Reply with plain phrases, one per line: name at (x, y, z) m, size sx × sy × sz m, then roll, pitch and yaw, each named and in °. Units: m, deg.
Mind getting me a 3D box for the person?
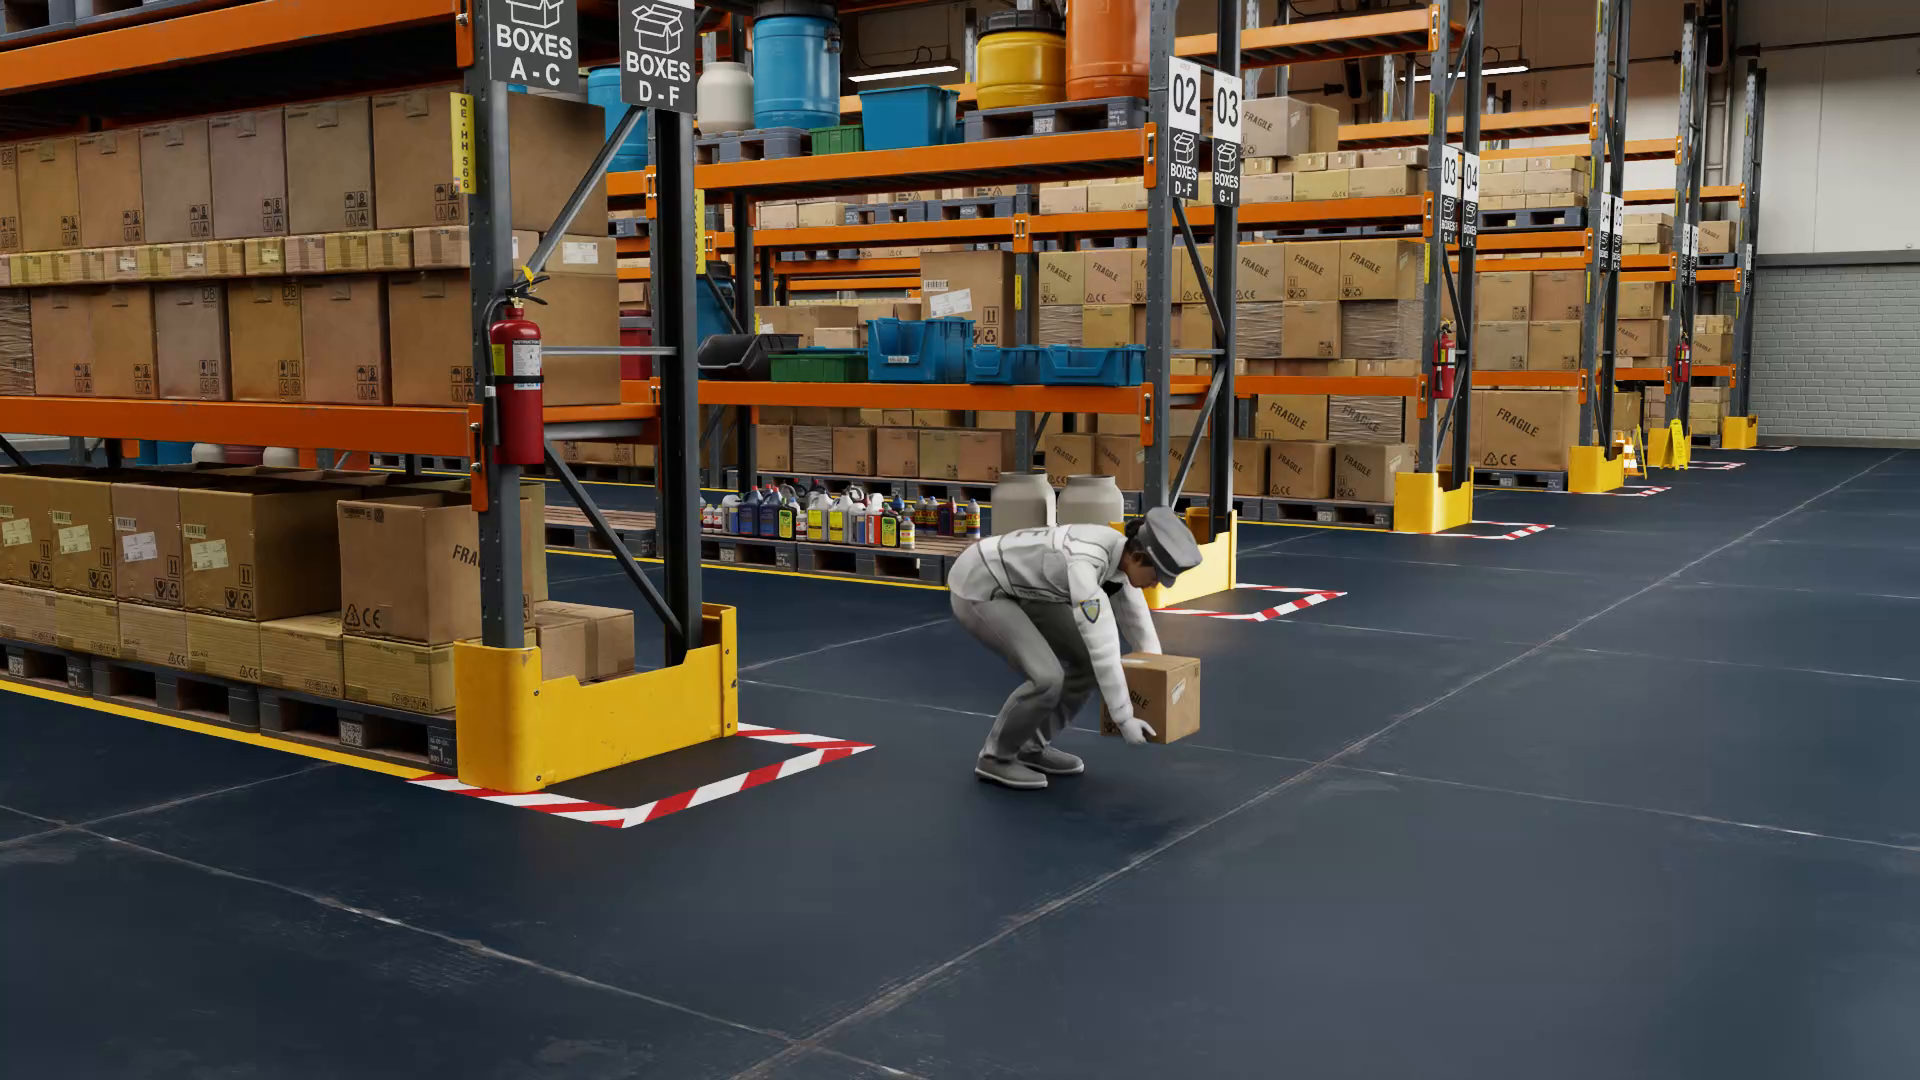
person at (0.396, 0.365, 5.791) m, size 0.917 × 0.990 × 0.466 m, roll 4°, pitch 7°, yaw 31°
